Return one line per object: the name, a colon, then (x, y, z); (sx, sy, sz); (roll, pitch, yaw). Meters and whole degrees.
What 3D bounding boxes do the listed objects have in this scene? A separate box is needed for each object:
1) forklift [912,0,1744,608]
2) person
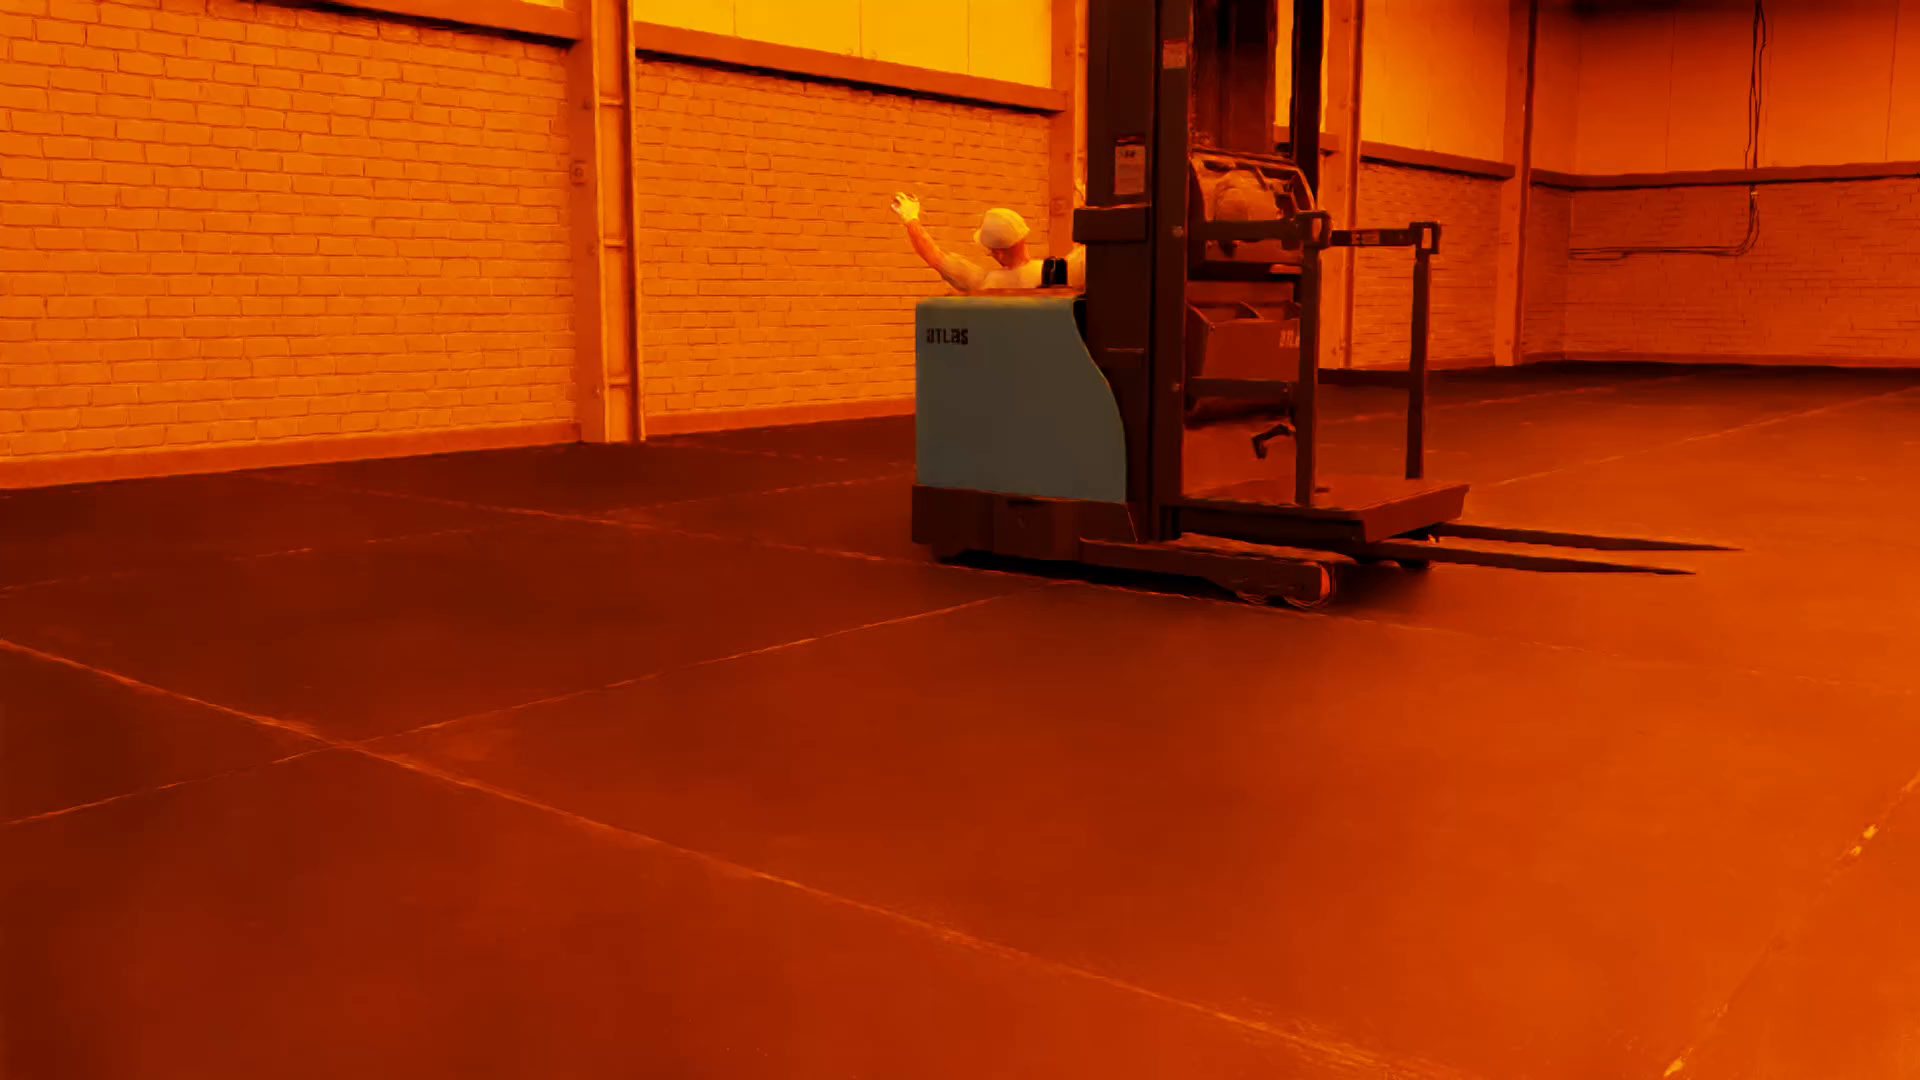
forklift: (1.284, -1.301, 6.171); (3.031, 2.935, 1.130); (6, 10, 37)
person: (0.196, -0.901, 7.832); (1.053, 1.674, 0.804); (3, 9, 17)
